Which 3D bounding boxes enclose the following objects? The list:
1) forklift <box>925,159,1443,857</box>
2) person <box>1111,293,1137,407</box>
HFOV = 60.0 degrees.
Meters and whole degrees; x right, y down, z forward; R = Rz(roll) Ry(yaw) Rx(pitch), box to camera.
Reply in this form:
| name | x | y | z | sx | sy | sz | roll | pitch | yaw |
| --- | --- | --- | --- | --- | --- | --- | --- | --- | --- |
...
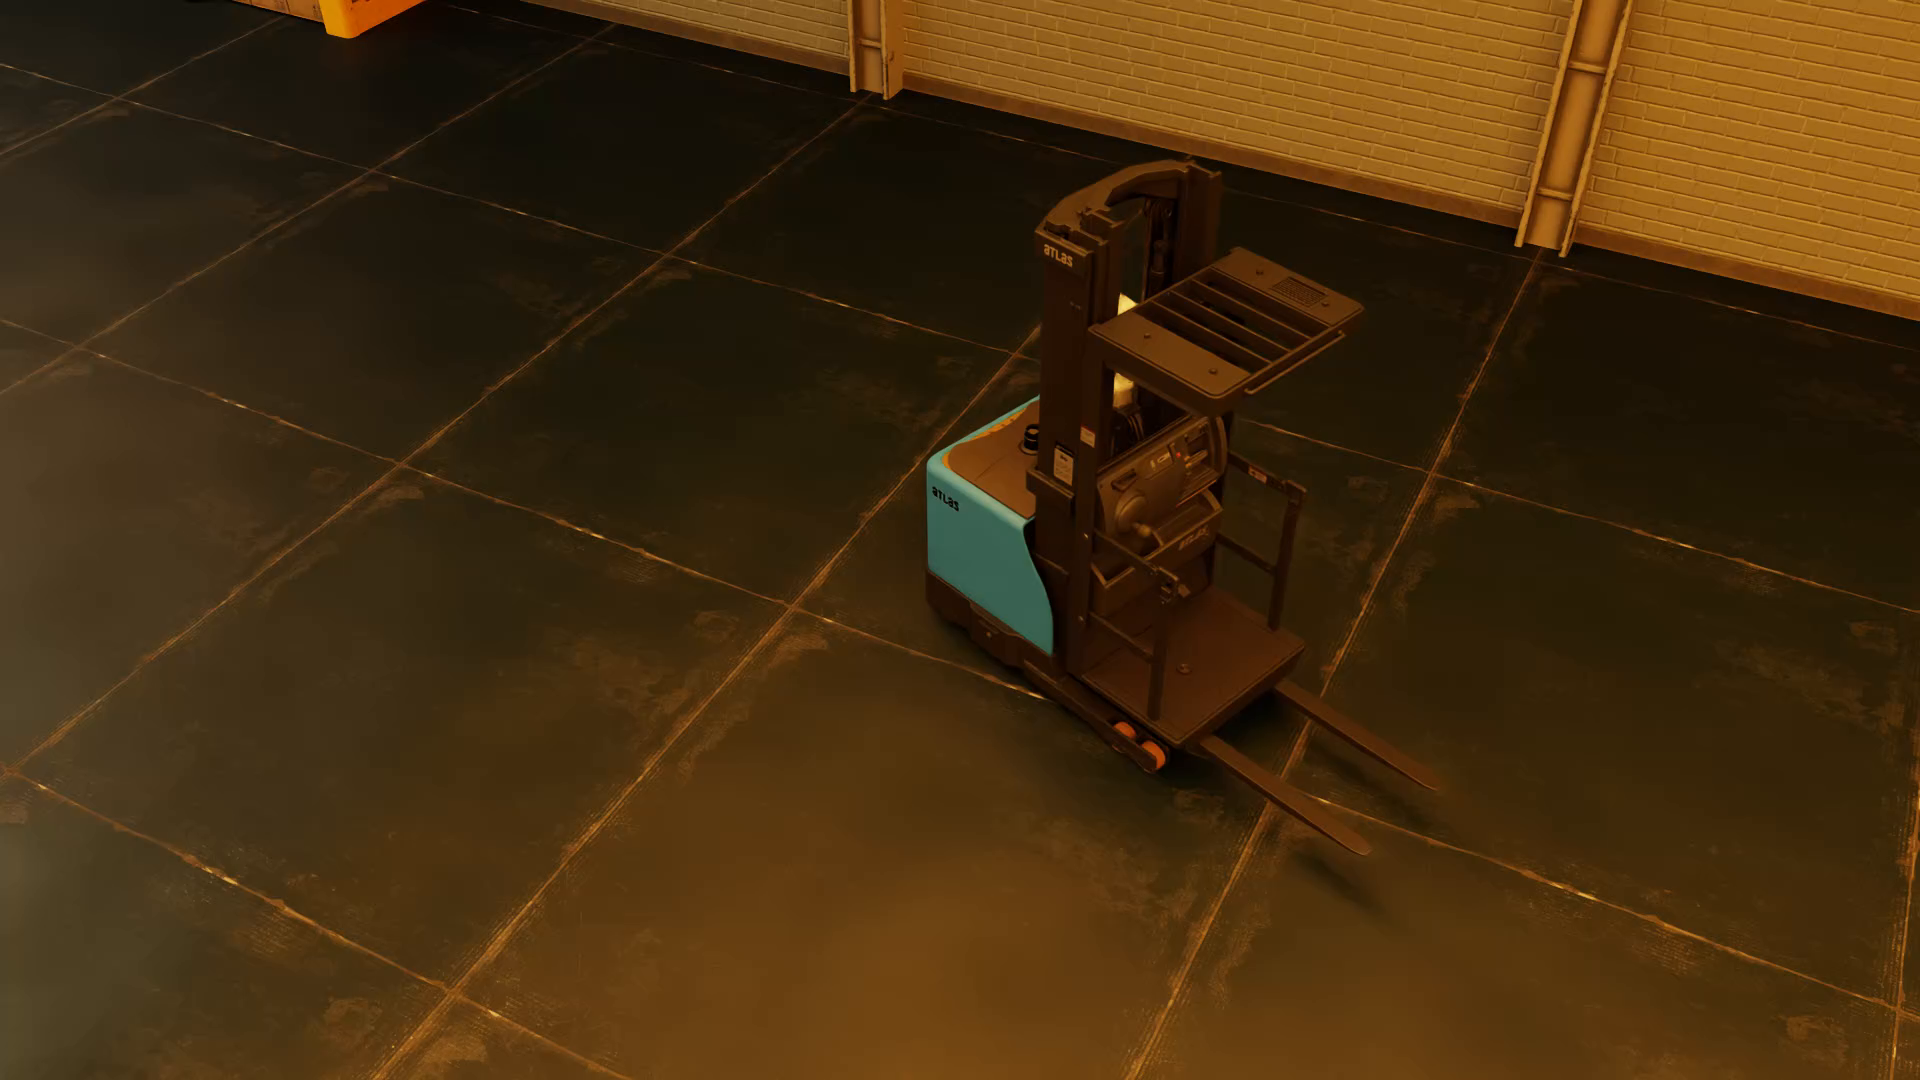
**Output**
| name | x | y | z | sx | sy | sz | roll | pitch | yaw |
| --- | --- | --- | --- | --- | --- | --- | --- | --- | --- |
| forklift | 1.175 | -0.268 | 8.305 | 1.130 | 2.935 | 3.031 | -31 | 49 | -32 |
| person | 0.841 | -0.941 | 10.035 | 0.850 | 1.732 | 0.431 | 23 | 45 | 24 |
